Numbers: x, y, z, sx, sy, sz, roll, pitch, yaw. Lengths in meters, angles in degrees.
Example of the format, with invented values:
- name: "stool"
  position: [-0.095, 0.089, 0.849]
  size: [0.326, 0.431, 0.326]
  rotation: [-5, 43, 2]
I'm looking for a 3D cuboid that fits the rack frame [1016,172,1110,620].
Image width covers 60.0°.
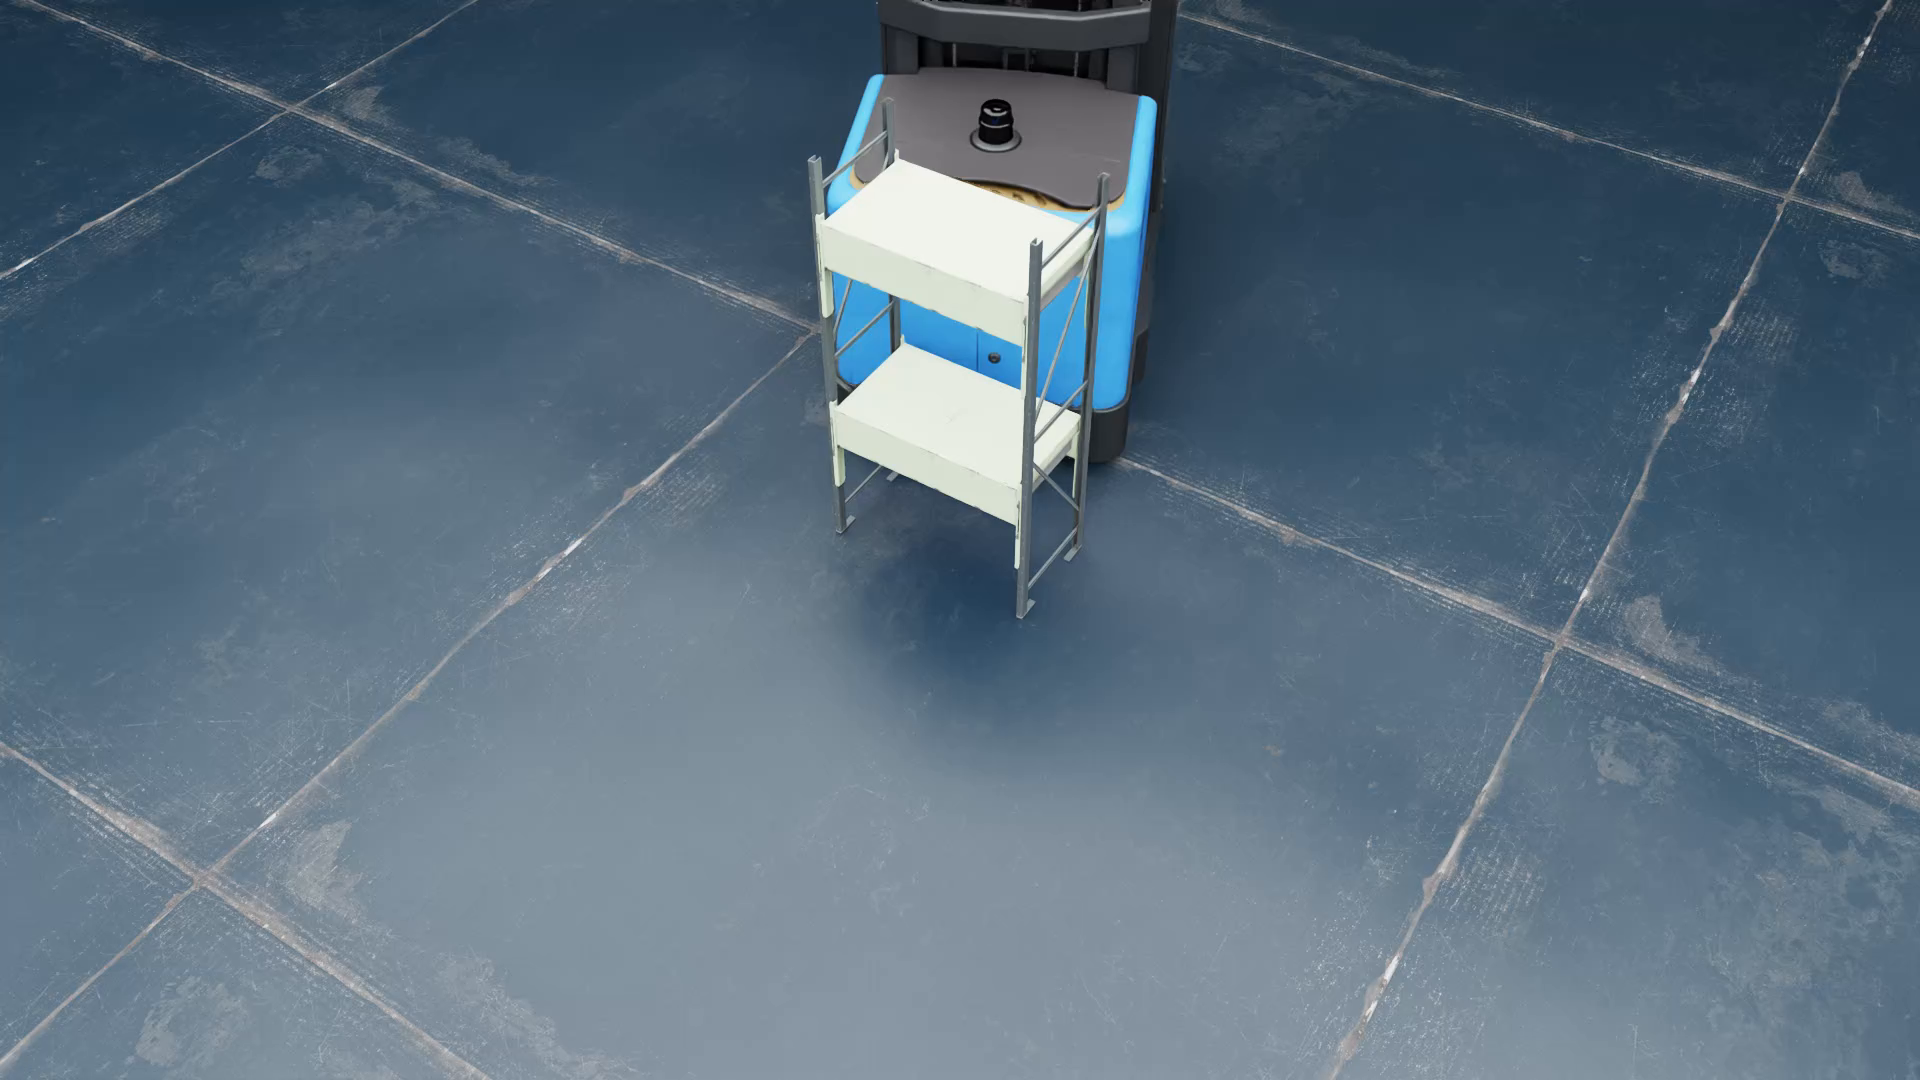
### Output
- name: "rack frame"
  position: [0.302, -0.384, 5.077]
  size: [0.023, 1.500, 0.400]
  rotation: [25, 51, 22]

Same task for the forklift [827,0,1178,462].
- name: "forklift"
  position: [0.286, -2.366, 6.006]
  size: [1.130, 2.935, 3.031]
  rotation: [6, 46, 6]

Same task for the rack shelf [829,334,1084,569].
- name: "rack shelf"
  position: [-0.006, -0.298, 5.448]
  size: [0.720, 0.370, 0.431]
  rotation: [25, 51, 22]

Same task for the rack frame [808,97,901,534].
- name: "rack frame"
  position: [-0.314, -0.667, 5.352]
  size: [0.023, 1.500, 0.400]
  rotation: [25, 51, 22]

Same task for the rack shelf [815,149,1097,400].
- name: "rack shelf"
  position: [-0.006, -0.797, 4.935]
  size: [0.720, 0.370, 0.431]
  rotation: [25, 51, 22]

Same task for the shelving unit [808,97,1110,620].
- name: "shelving unit"
  position: [-0.006, -0.525, 5.215]
  size: [0.755, 1.500, 0.431]
  rotation: [25, 51, 22]
